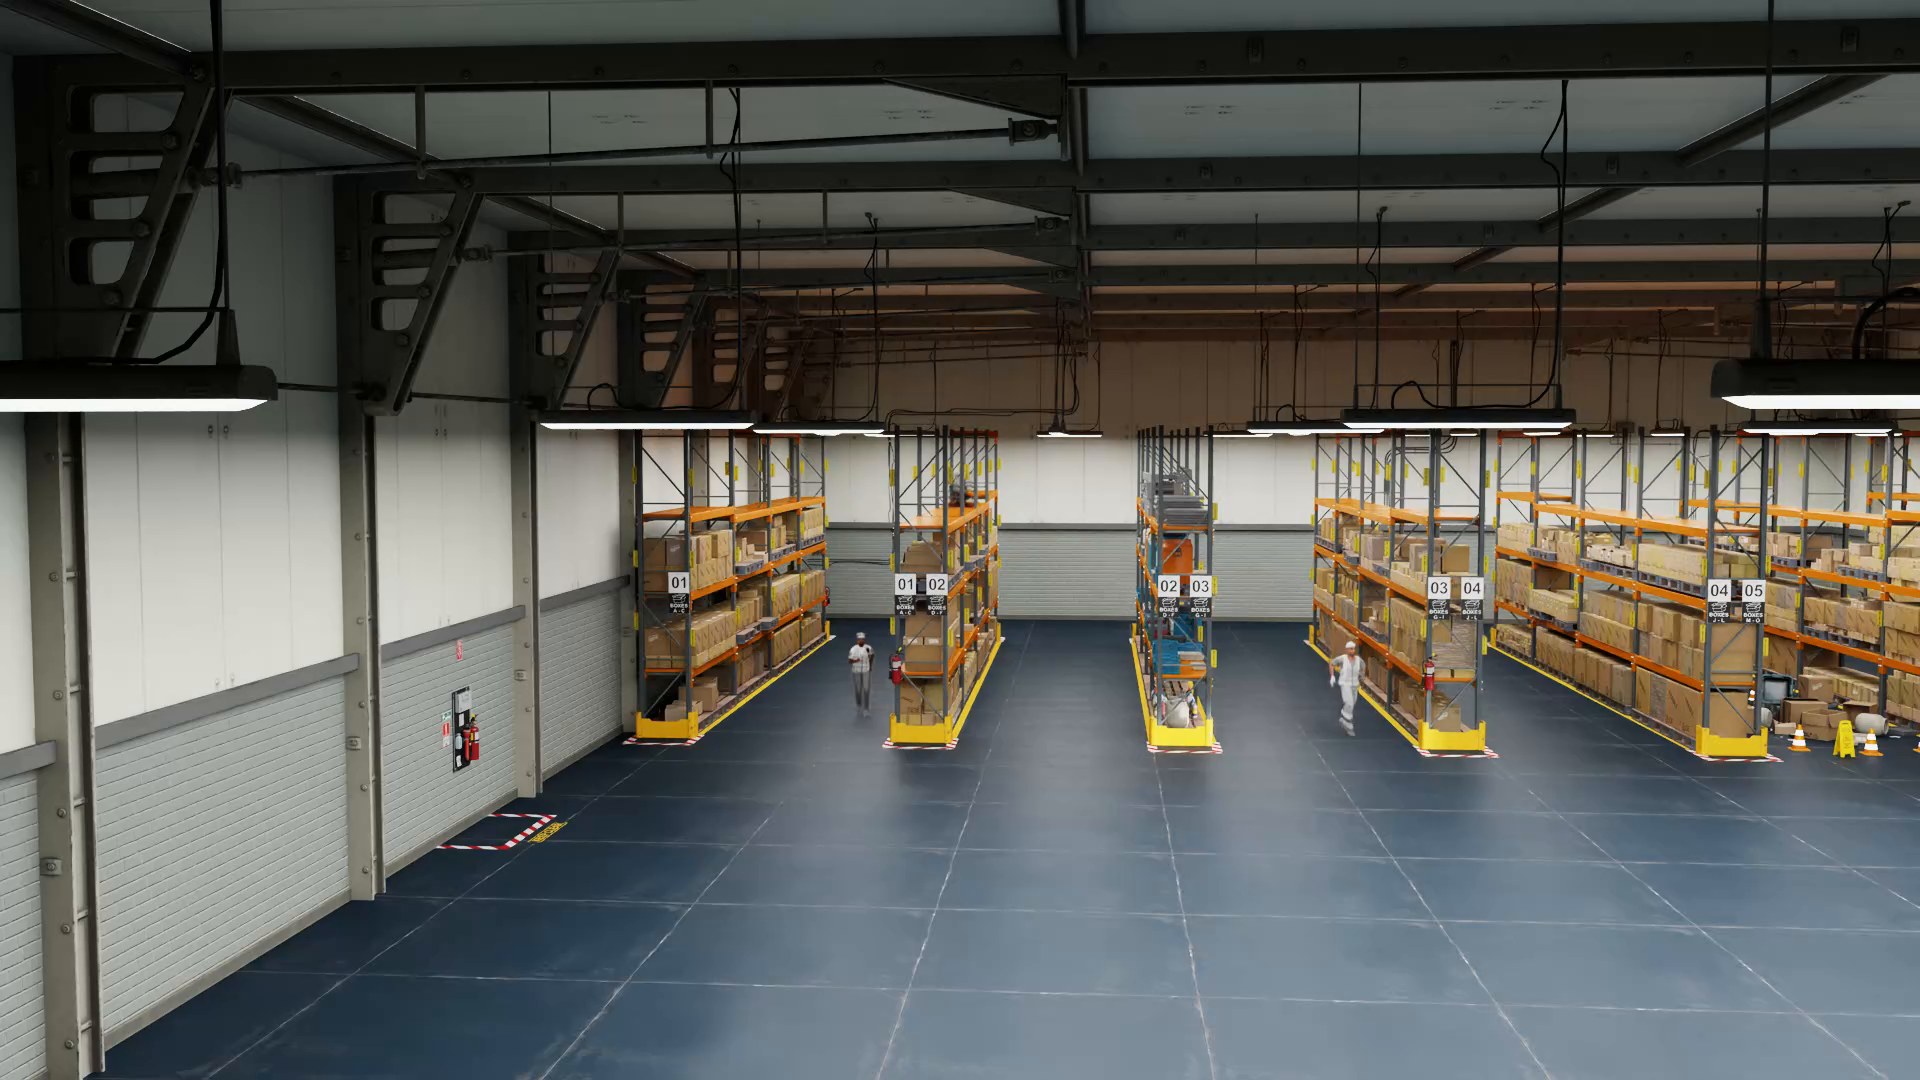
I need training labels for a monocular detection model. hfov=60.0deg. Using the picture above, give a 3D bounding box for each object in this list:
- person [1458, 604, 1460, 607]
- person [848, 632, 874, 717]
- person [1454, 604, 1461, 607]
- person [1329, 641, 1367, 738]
[{"bbox_3d":[13.854,2.076,46.687,0.878,1.662,0.584,-2,4,-34],"label":"person"},{"bbox_3d":[-2.056,2.790,34.676,0.564,1.748,0.753,0,3,-6],"label":"person"},{"bbox_3d":[13.520,2.126,45.861,0.673,1.671,0.606,2,4,27],"label":"person"},{"bbox_3d":[7.562,2.880,32.320,0.643,1.843,0.877,-1,4,-16],"label":"person"}]
